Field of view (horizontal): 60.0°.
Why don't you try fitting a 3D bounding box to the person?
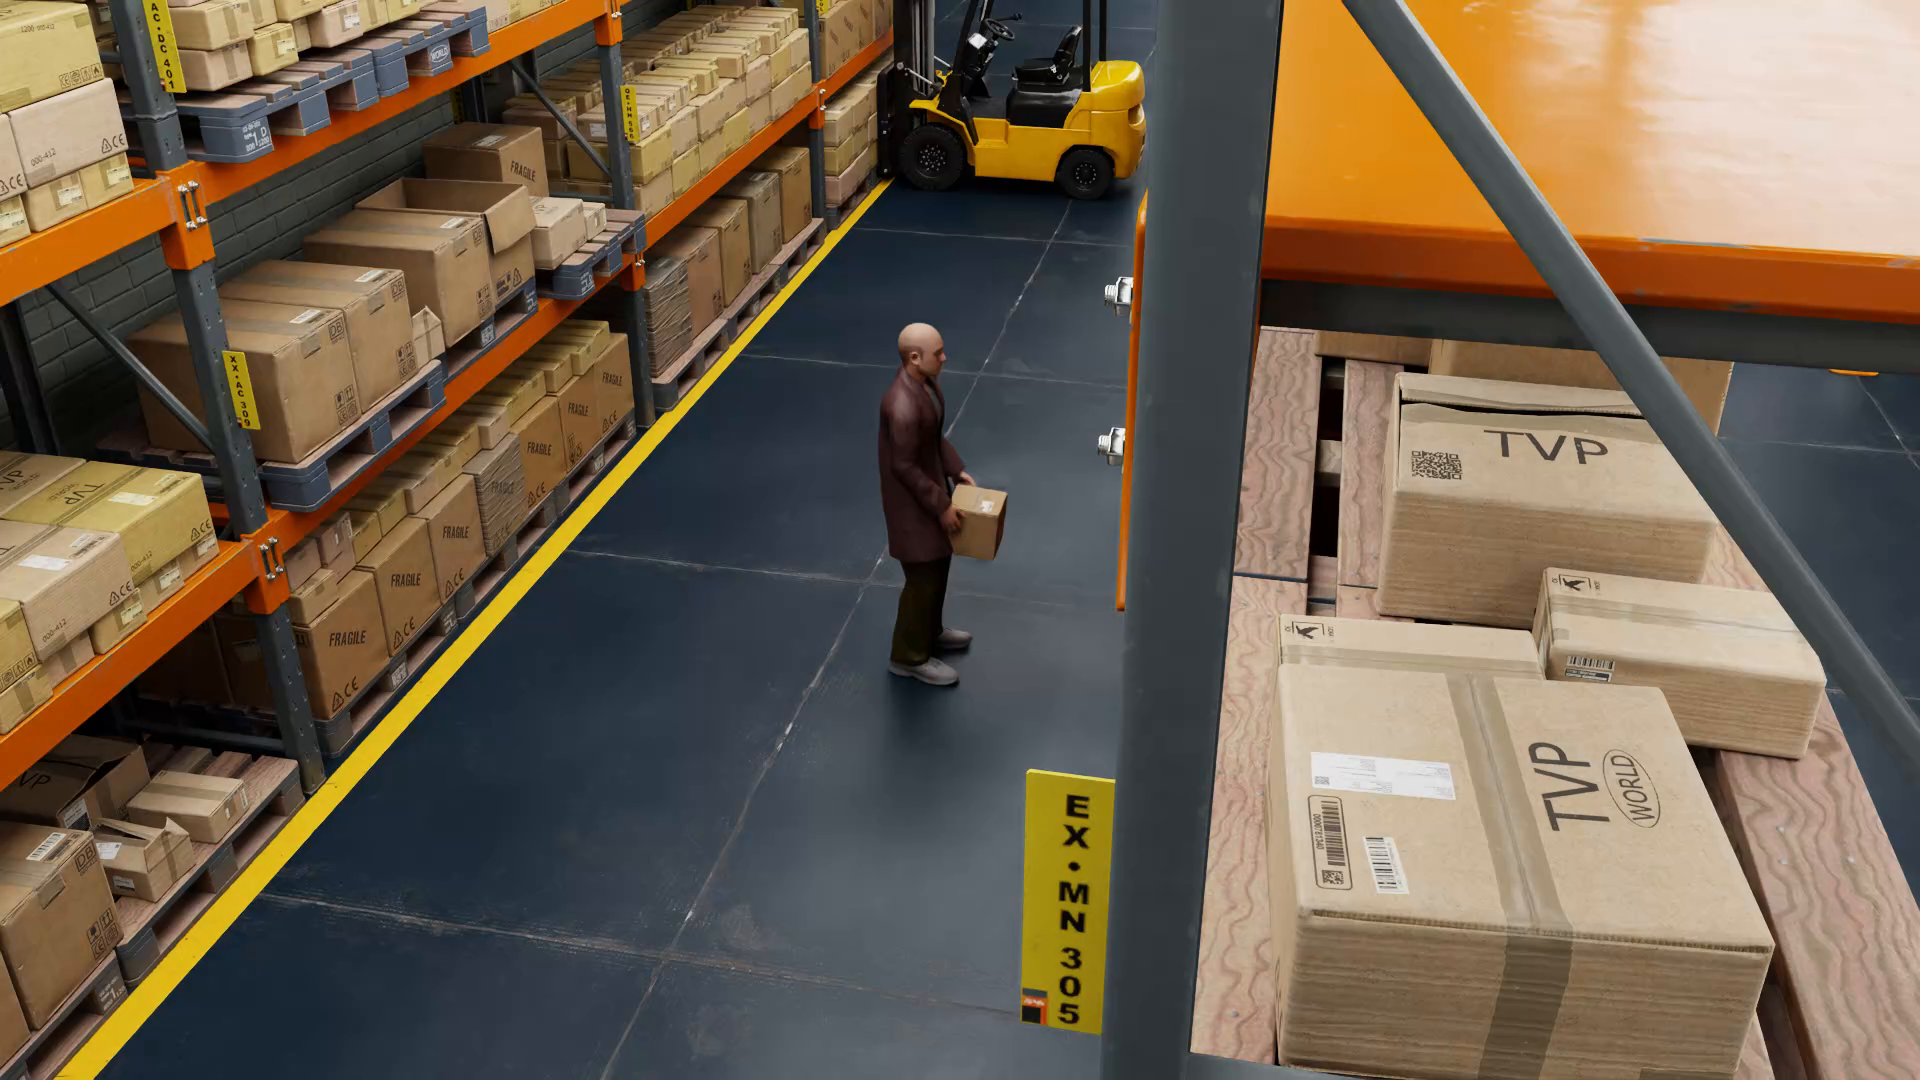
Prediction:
[{"bbox_3d":[-0.158,-0.192,7.986,0.443,1.781,0.579,5,29,10],"label":"person"}]
